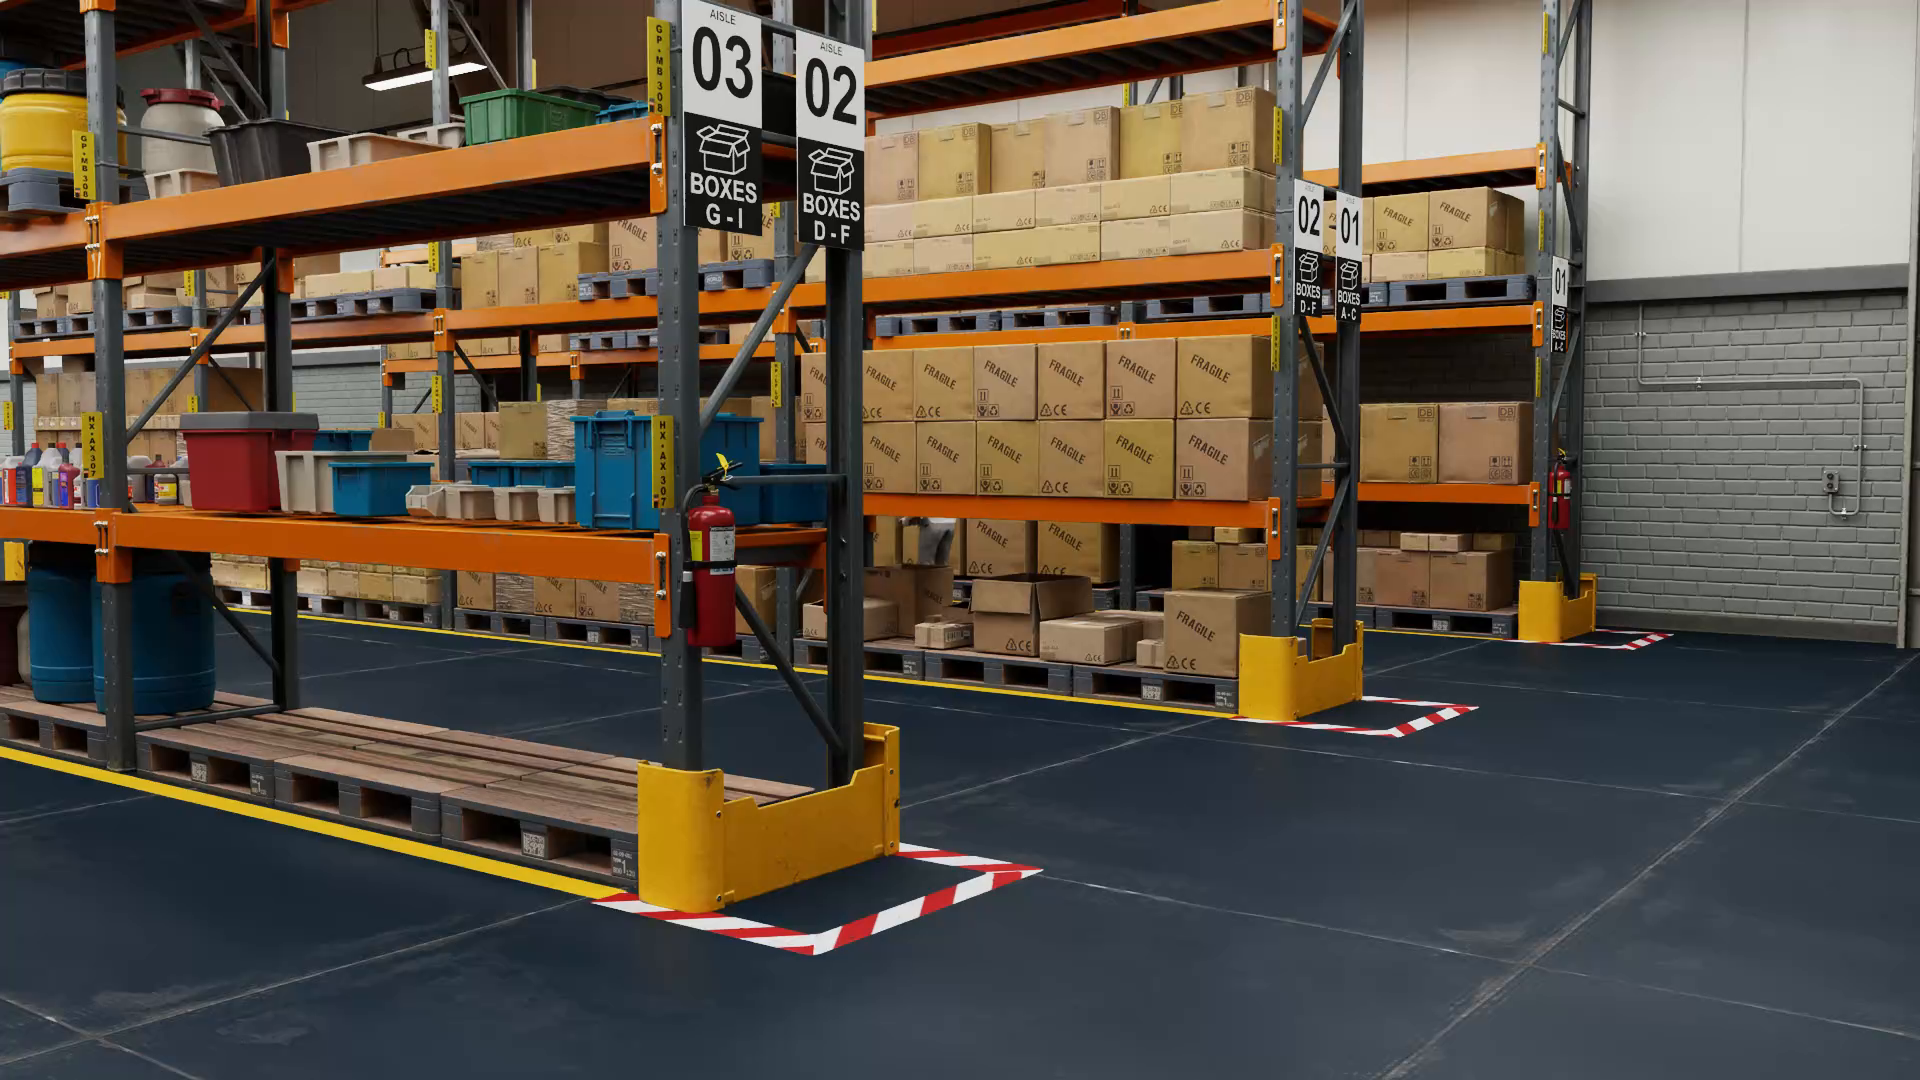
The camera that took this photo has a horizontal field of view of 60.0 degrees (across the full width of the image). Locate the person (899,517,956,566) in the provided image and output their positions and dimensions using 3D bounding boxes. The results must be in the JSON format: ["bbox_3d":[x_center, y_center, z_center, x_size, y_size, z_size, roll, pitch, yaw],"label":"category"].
[{"bbox_3d":[-0.277,-0.104,15.746,0.563,1.686,0.459,2,4,37],"label":"person"}]
